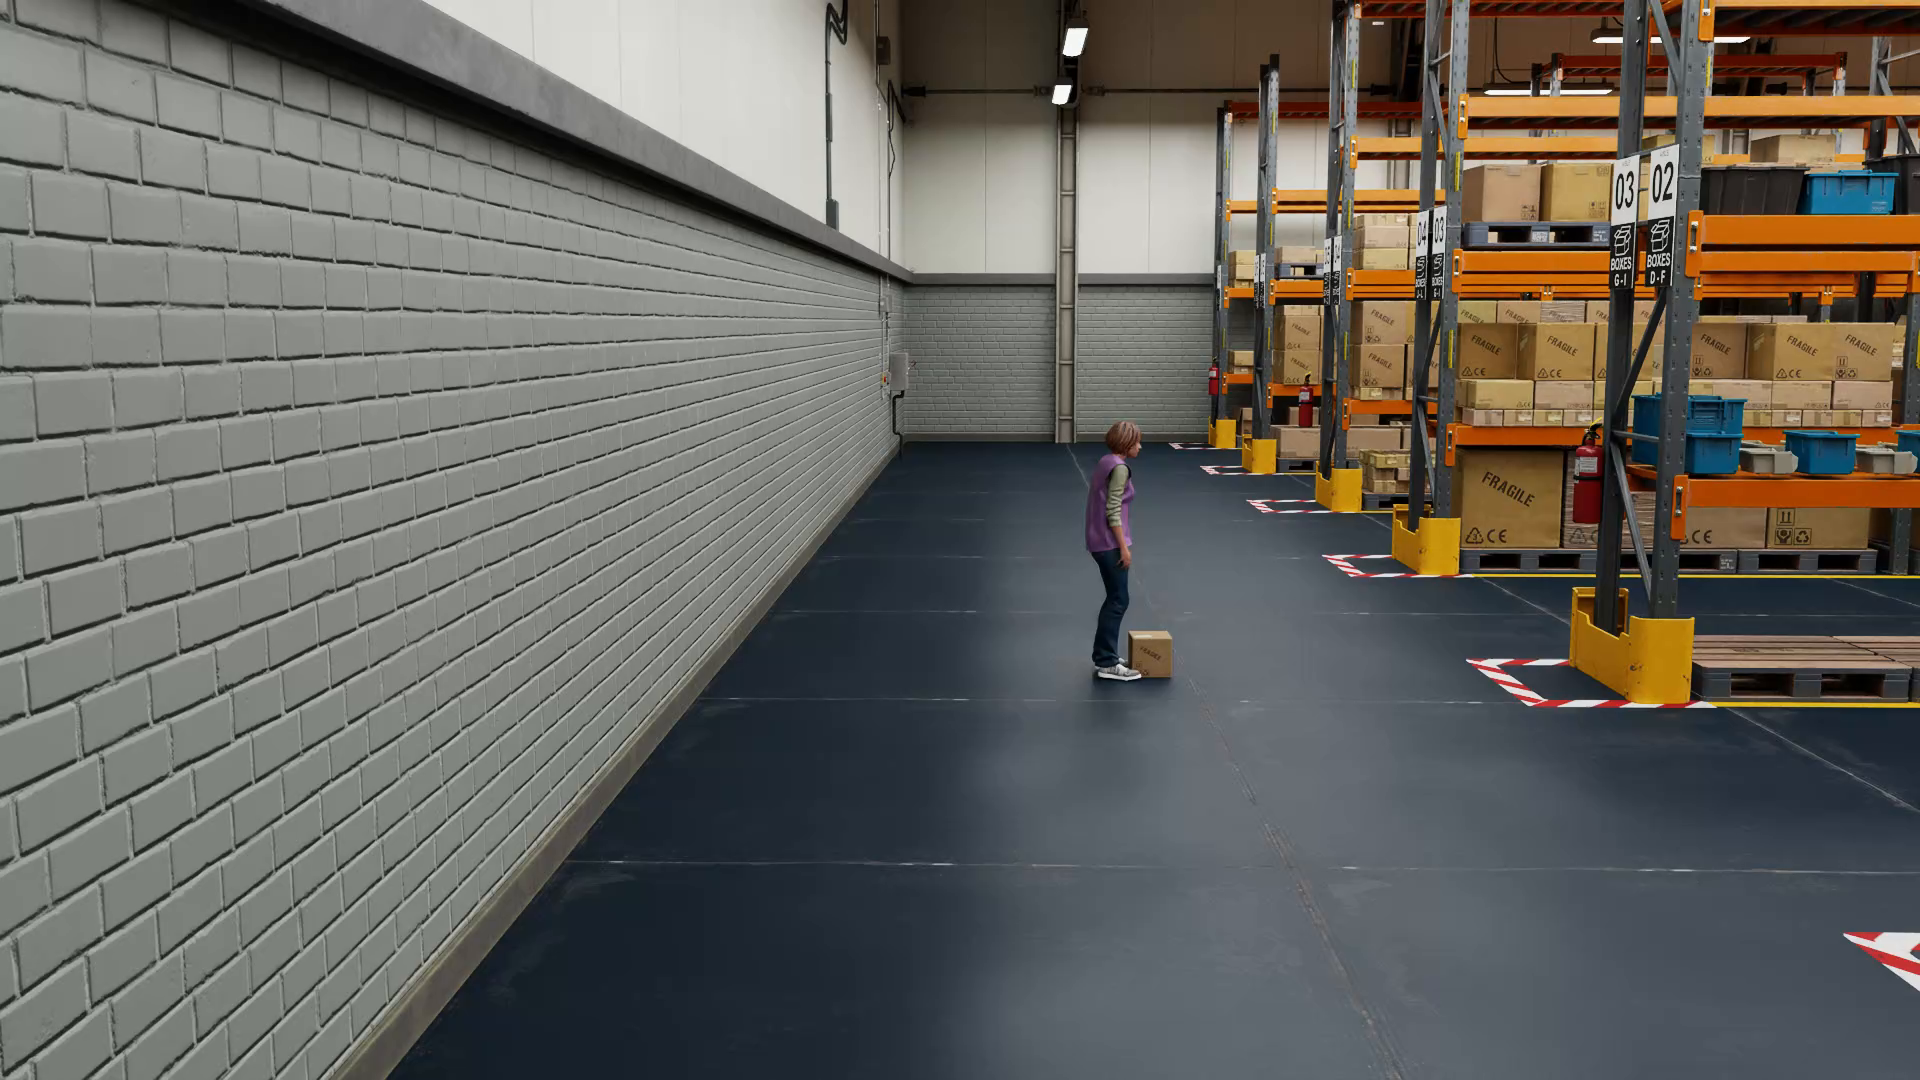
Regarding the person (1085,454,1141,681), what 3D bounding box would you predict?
[{"bbox_3d":[2.307,-0.103,5.436,2.769,3.194,10.366,0,7,-2],"label":"person"}]
